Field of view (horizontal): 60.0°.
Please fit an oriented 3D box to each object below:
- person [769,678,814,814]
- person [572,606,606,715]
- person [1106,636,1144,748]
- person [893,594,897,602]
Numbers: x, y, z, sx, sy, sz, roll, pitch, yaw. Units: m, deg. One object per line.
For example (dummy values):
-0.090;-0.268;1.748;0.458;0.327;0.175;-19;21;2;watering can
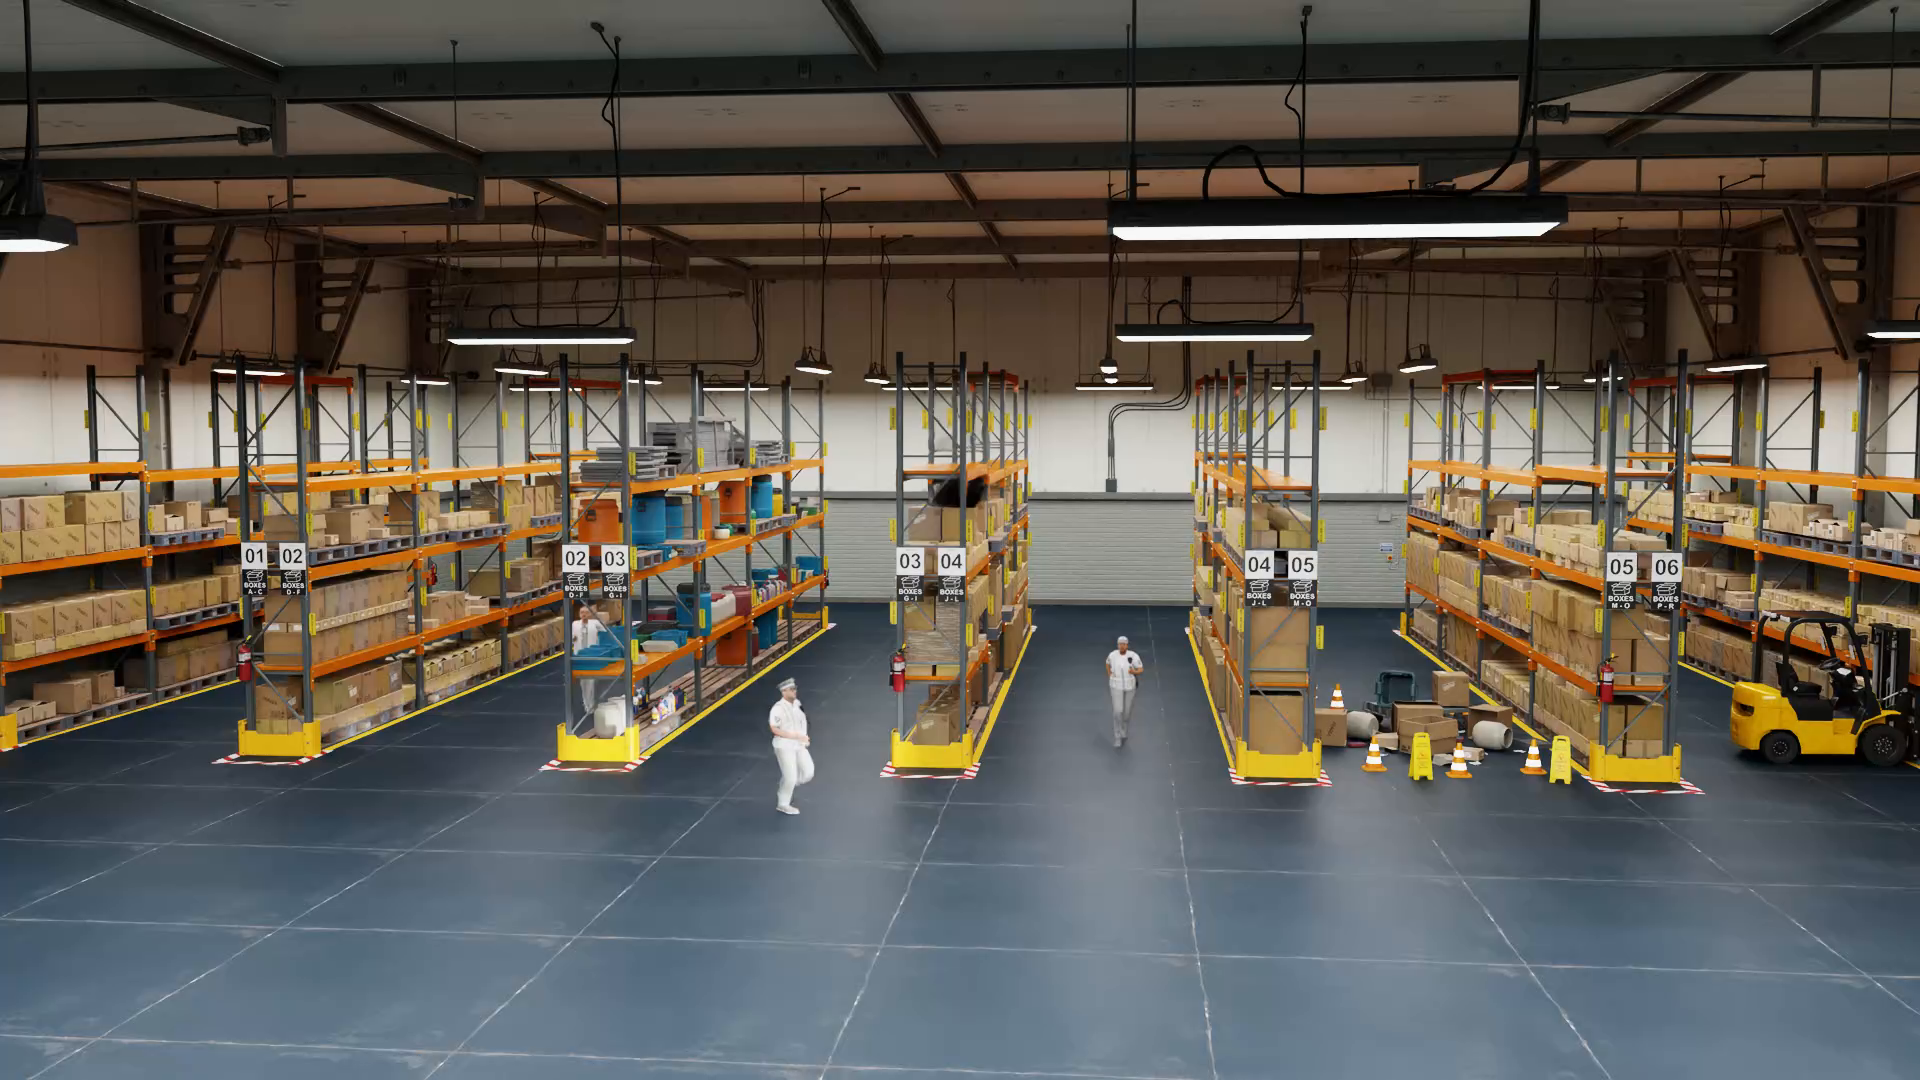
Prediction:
-2.139;2.626;21.255;0.593;1.743;0.658;3;5;33;person
-6.485;2.053;28.799;0.696;1.828;0.917;0;4;-2;person
2.564;2.347;25.888;0.578;1.729;0.768;0;4;2;person
-1.185;1.693;35.565;0.527;1.507;0.834;0;4;2;person
